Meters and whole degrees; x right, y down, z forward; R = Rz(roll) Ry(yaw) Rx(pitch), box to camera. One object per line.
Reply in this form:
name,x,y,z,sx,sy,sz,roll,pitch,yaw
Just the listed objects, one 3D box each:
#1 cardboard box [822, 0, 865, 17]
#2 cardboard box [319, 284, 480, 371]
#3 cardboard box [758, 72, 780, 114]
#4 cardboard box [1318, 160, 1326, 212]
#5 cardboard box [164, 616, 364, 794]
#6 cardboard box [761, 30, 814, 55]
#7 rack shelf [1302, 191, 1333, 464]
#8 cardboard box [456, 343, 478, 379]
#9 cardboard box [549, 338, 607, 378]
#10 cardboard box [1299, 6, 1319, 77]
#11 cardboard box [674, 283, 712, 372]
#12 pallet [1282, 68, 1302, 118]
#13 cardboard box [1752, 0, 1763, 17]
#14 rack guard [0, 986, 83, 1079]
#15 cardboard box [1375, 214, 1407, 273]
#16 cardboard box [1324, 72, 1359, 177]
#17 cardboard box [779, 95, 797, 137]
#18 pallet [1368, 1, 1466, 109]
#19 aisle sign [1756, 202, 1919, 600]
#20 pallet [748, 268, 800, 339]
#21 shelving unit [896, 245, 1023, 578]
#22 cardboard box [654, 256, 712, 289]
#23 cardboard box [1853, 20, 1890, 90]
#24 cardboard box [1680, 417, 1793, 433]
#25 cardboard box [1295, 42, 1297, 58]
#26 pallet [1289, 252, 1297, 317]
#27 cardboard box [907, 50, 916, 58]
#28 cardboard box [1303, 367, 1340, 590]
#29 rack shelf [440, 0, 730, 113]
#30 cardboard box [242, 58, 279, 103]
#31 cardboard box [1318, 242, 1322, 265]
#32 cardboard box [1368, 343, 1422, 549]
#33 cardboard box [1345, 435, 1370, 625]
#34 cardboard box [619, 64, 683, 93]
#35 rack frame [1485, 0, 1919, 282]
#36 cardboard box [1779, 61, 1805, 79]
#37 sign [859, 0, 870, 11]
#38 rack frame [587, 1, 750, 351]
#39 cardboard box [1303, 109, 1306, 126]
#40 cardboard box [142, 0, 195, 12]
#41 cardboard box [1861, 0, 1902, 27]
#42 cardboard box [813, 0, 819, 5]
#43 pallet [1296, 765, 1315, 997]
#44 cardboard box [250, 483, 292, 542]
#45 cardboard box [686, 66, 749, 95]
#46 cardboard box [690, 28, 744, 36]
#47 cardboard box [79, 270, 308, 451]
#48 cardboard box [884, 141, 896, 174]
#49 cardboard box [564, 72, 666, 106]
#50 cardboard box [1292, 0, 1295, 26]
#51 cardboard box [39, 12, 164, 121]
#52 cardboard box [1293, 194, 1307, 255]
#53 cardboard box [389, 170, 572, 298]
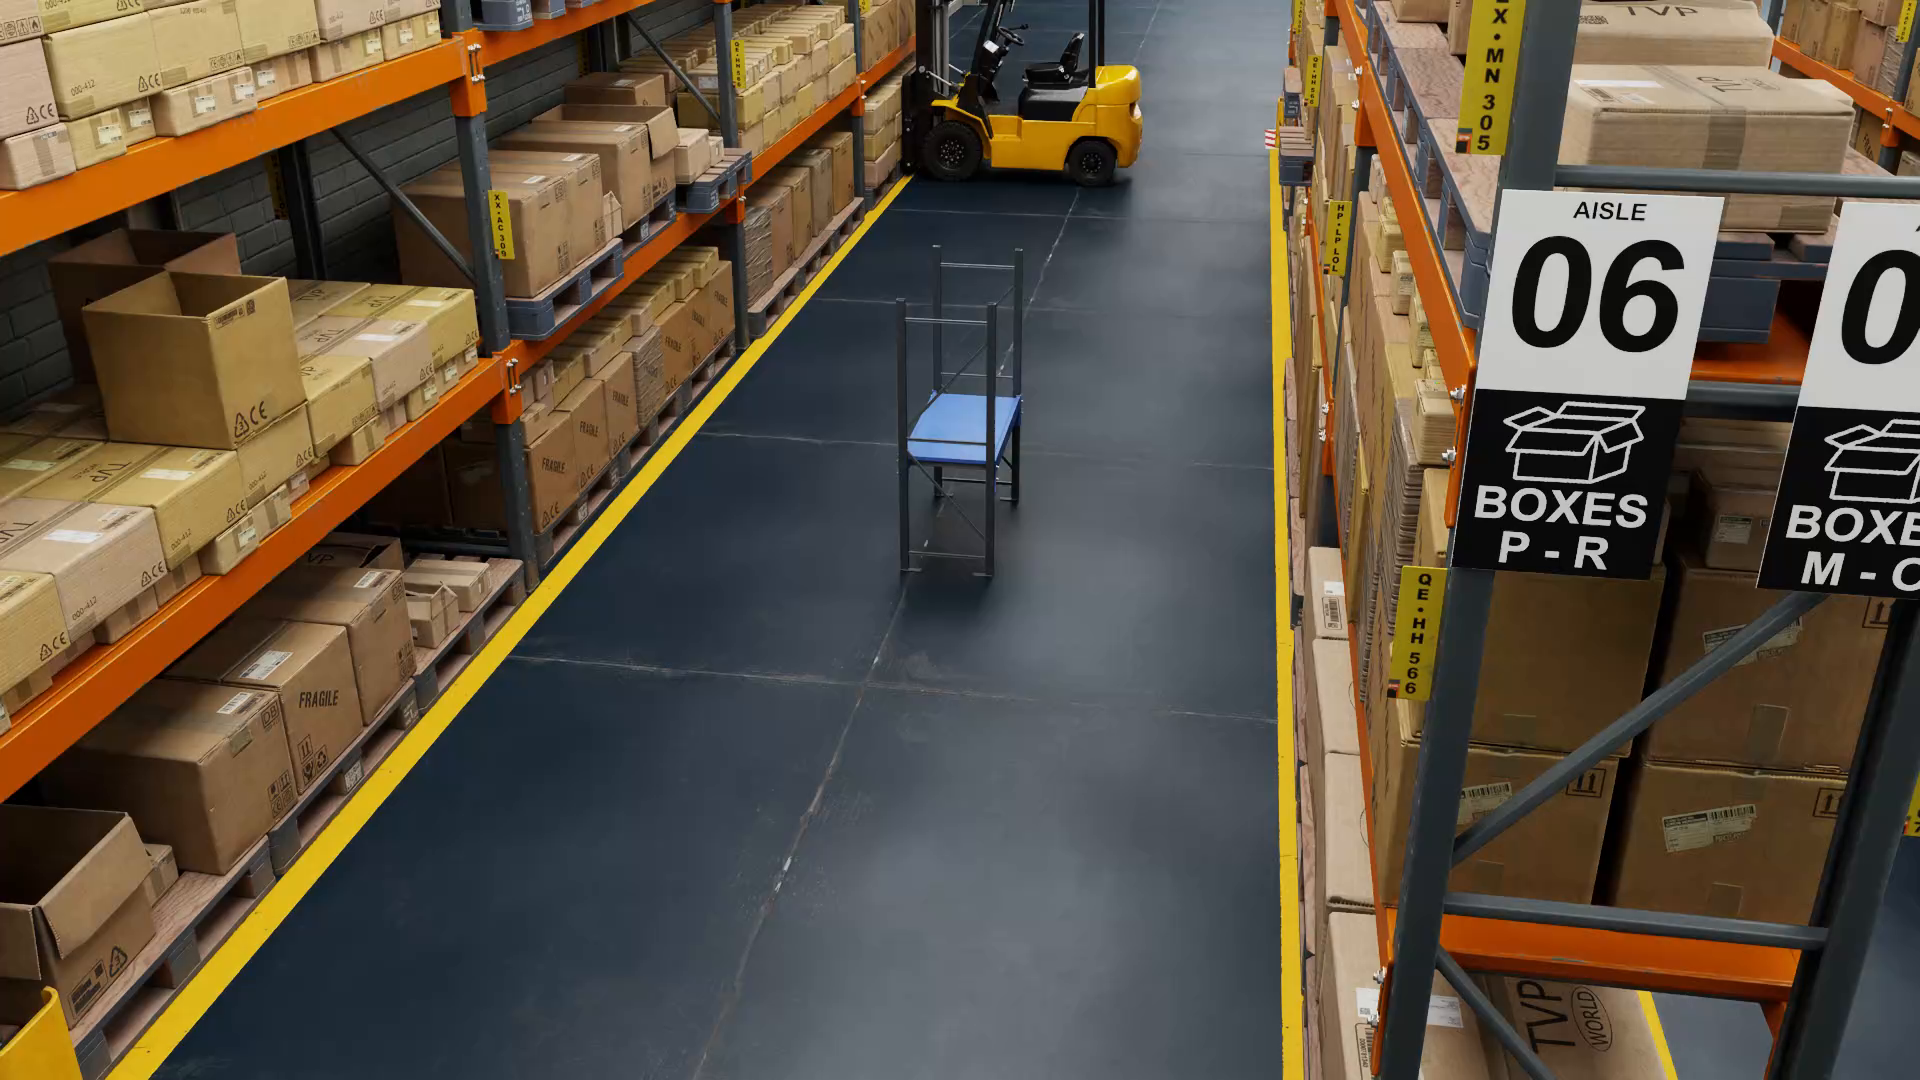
cardboard box,-1.094,-4.934,15.369,0.380,0.149,0.250,4,25,8
cardboard box,-2.555,-0.971,7.611,0.500,0.250,0.500,5,25,10
cardboard box,-1.662,-3.343,12.441,0.500,0.250,0.500,5,26,10
cardboard box,2.333,-2.004,9.581,0.500,0.250,0.500,4,25,8
cardboard box,-2.810,0.663,6.749,0.500,0.500,0.500,4,25,9
cardboard box,-1.388,-4.008,13.391,0.380,0.149,0.250,3,25,7
rack shelf,2.512,-1.302,9.342,1.077,0.370,4.000,4,25,9
cardboard box,-2.516,-0.869,7.865,0.380,0.149,0.250,4,25,9
cardboard box,-2.283,-1.064,9.673,0.380,0.149,0.250,4,25,8
cardboard box,2.957,-3.916,13.113,0.500,0.500,0.500,4,25,8
cardboard box,-2.008,-1.464,11.293,0.500,0.500,0.500,4,25,8
pallet,3.224,-3.741,13.930,1.003,0.211,1.213,4,25,9
cardboard box,2.009,-1.591,4.840,0.500,0.500,0.500,4,25,9
rack guard,-3.354,1.640,5.158,1.175,0.500,0.348,4,25,9
cardboard box,1.678,-1.042,5.876,0.380,0.149,0.250,3,25,7
cardboard box,2.346,-2.350,9.434,0.500,0.500,0.500,5,25,10
cardboard box,-1.581,-3.333,13.010,0.500,0.250,0.500,3,25,7
pallet,2.041,-1.768,6.056,1.003,0.211,1.213,4,25,9
aisle sign,1.806,-0.246,3.170,0.394,0.787,0.004,4,25,9
pallet,-1.886,-1.885,13.029,1.003,0.211,1.213,4,25,9
shelving unit,0.014,-0.715,9.008,0.538,1.500,1.048,4,25,9
cardboard box,-1.904,-1.818,11.284,0.380,0.149,0.250,3,25,6
cardboard box,8.508,-4.291,14.703,0.875,0.550,0.550,4,25,9
cardboard box,1.991,-0.255,4.194,0.380,0.149,0.250,5,26,10
cardboard box,3.485,-4.819,16.304,0.380,0.149,0.250,4,25,9
pallet,3.170,-2.037,13.353,1.003,0.211,1.213,4,25,9
cardboard box,-0.519,-5.336,18.680,0.500,0.250,0.500,5,26,10
cardboard box,2.207,-0.284,8.330,0.875,0.875,0.875,5,26,10
rack shelf,-2.386,-3.003,9.437,1.077,0.370,4.000,4,25,9
cardboard box,-2.728,-1.676,6.050,0.380,0.149,0.250,4,25,9
cardboard box,2.353,-1.774,9.679,0.500,0.250,0.500,5,26,10
cardboard box,1.516,-0.262,4.974,0.500,0.500,0.500,4,25,8
cardboard box,1.592,-0.025,5.648,0.500,0.500,0.500,5,26,10
cardboard box,-2.205,-3.296,11.870,0.380,0.149,0.250,5,26,10
rack frame,1.531,-1.836,2.557,1.000,3.000,0.127,4,25,9
cardboard box,9.000,-4.449,17.228,0.875,0.875,0.875,4,25,9
sign,-0.868,-4.935,14.982,0.100,0.325,0.005,4,25,9
rack frame,-2.059,-2.807,11.708,1.000,3.000,0.127,4,25,9
cardboard box,2.679,-3.024,11.974,0.380,0.149,0.250,3,25,6
cardboard box,-2.802,-1.917,5.505,0.500,0.250,0.500,5,25,10
cardboard box,8.462,-4.784,14.481,0.875,0.550,0.550,4,25,9
cardboard box,-1.548,-5.188,15.912,0.380,0.149,0.250,5,25,10
pallet,1.786,1.296,6.232,1.003,0.211,1.213,4,25,9
cardboard box,-2.759,-0.112,6.248,0.380,0.149,0.250,5,25,10
cardboard box,-1.716,-3.259,11.790,0.380,0.149,0.250,5,26,10
cardboard box,-1.969,-4.052,13.486,0.380,0.149,0.250,4,25,9
cardboard box,-2.782,-0.666,6.075,0.500,0.500,0.500,5,25,10
cardboard box,-0.932,-3.817,16.615,0.500,0.250,0.500,3,25,7
cardboard box,-2.297,-2.838,11.161,0.500,0.500,0.500,5,26,11
cardboard box,3.714,-5.594,17.195,0.500,0.500,0.500,5,26,10
cardboard box,-2.865,-1.480,5.161,0.500,0.250,0.500,3,25,7
cardboard box,3.295,-2.617,13.907,0.950,0.372,0.625,6,26,12
cardboard box,-2.413,-1.556,8.423,0.700,0.500,0.500,5,25,10
